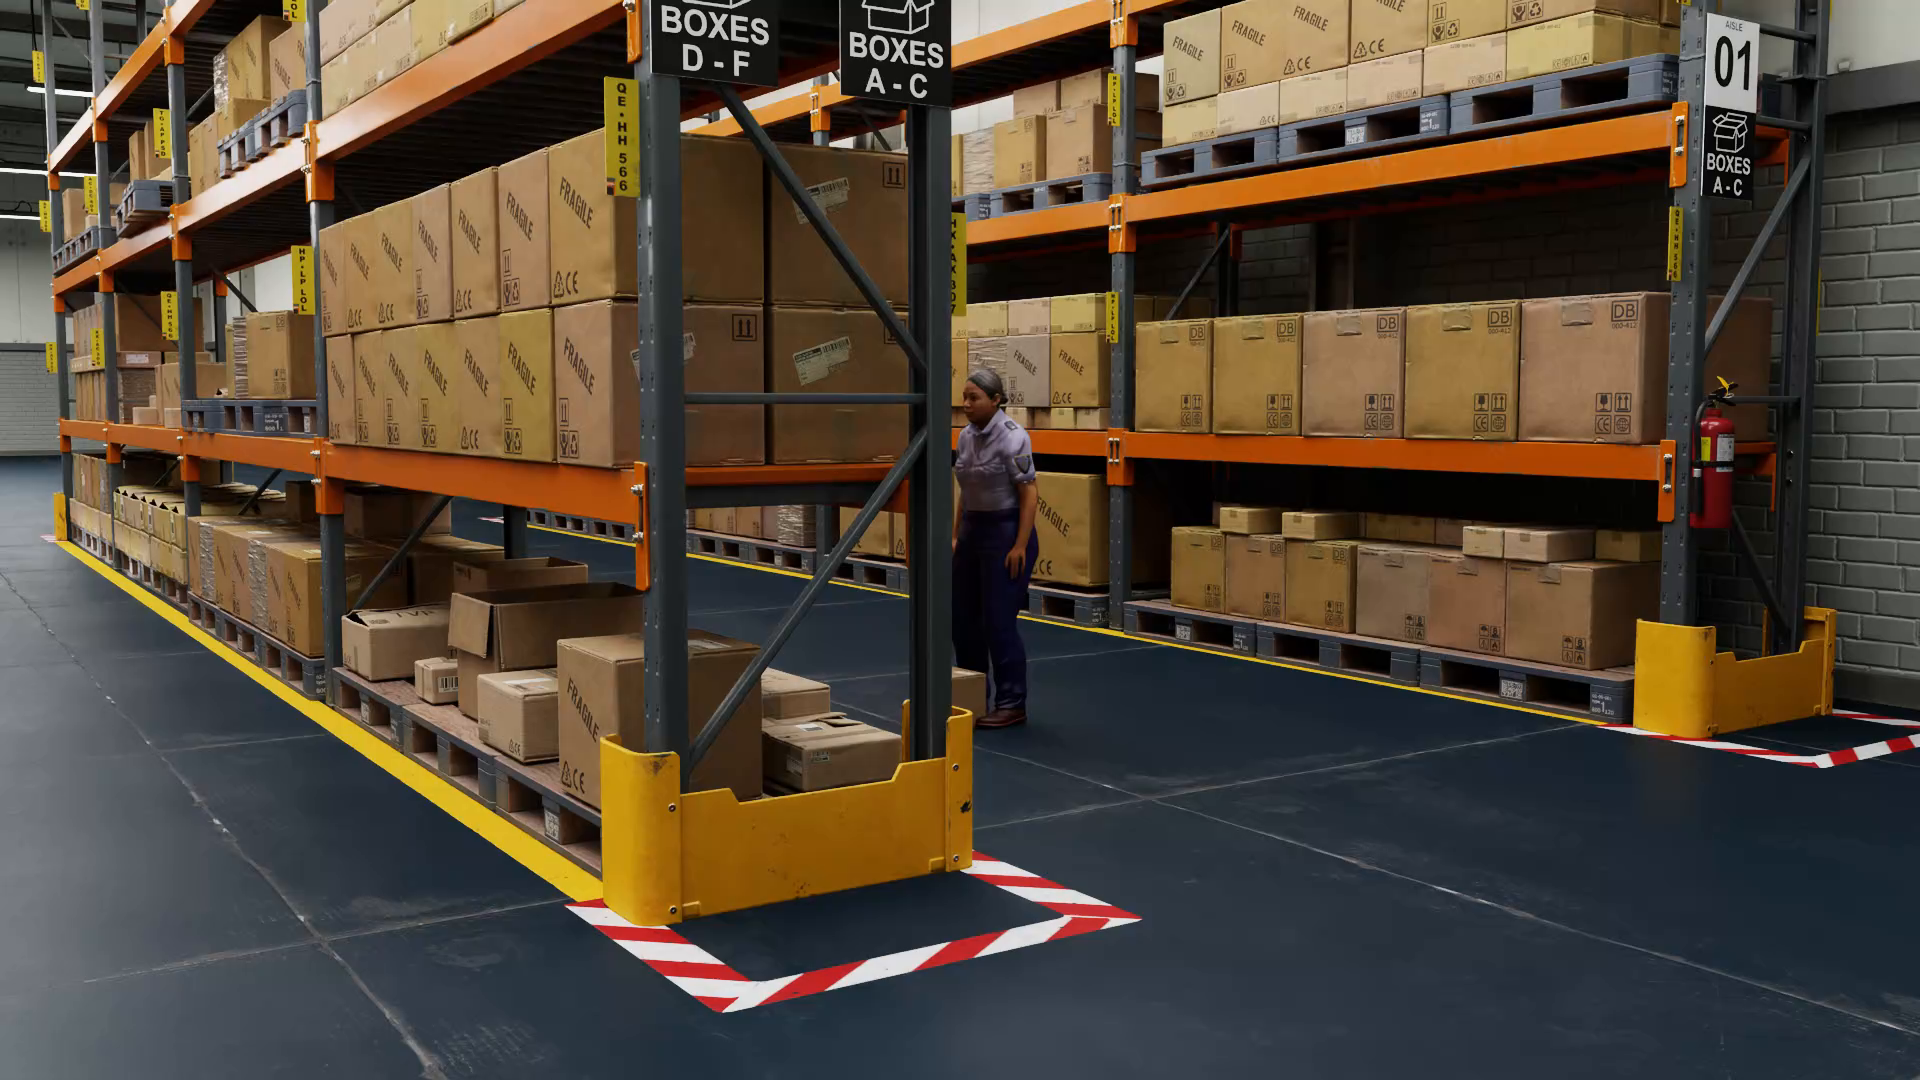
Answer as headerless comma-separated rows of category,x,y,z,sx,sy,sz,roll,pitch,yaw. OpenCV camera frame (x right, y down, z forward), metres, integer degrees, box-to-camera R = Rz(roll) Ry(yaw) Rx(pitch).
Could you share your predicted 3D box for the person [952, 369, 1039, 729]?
person,0.138,0.029,7.786,0.369,1.650,0.556,-4,6,-37
